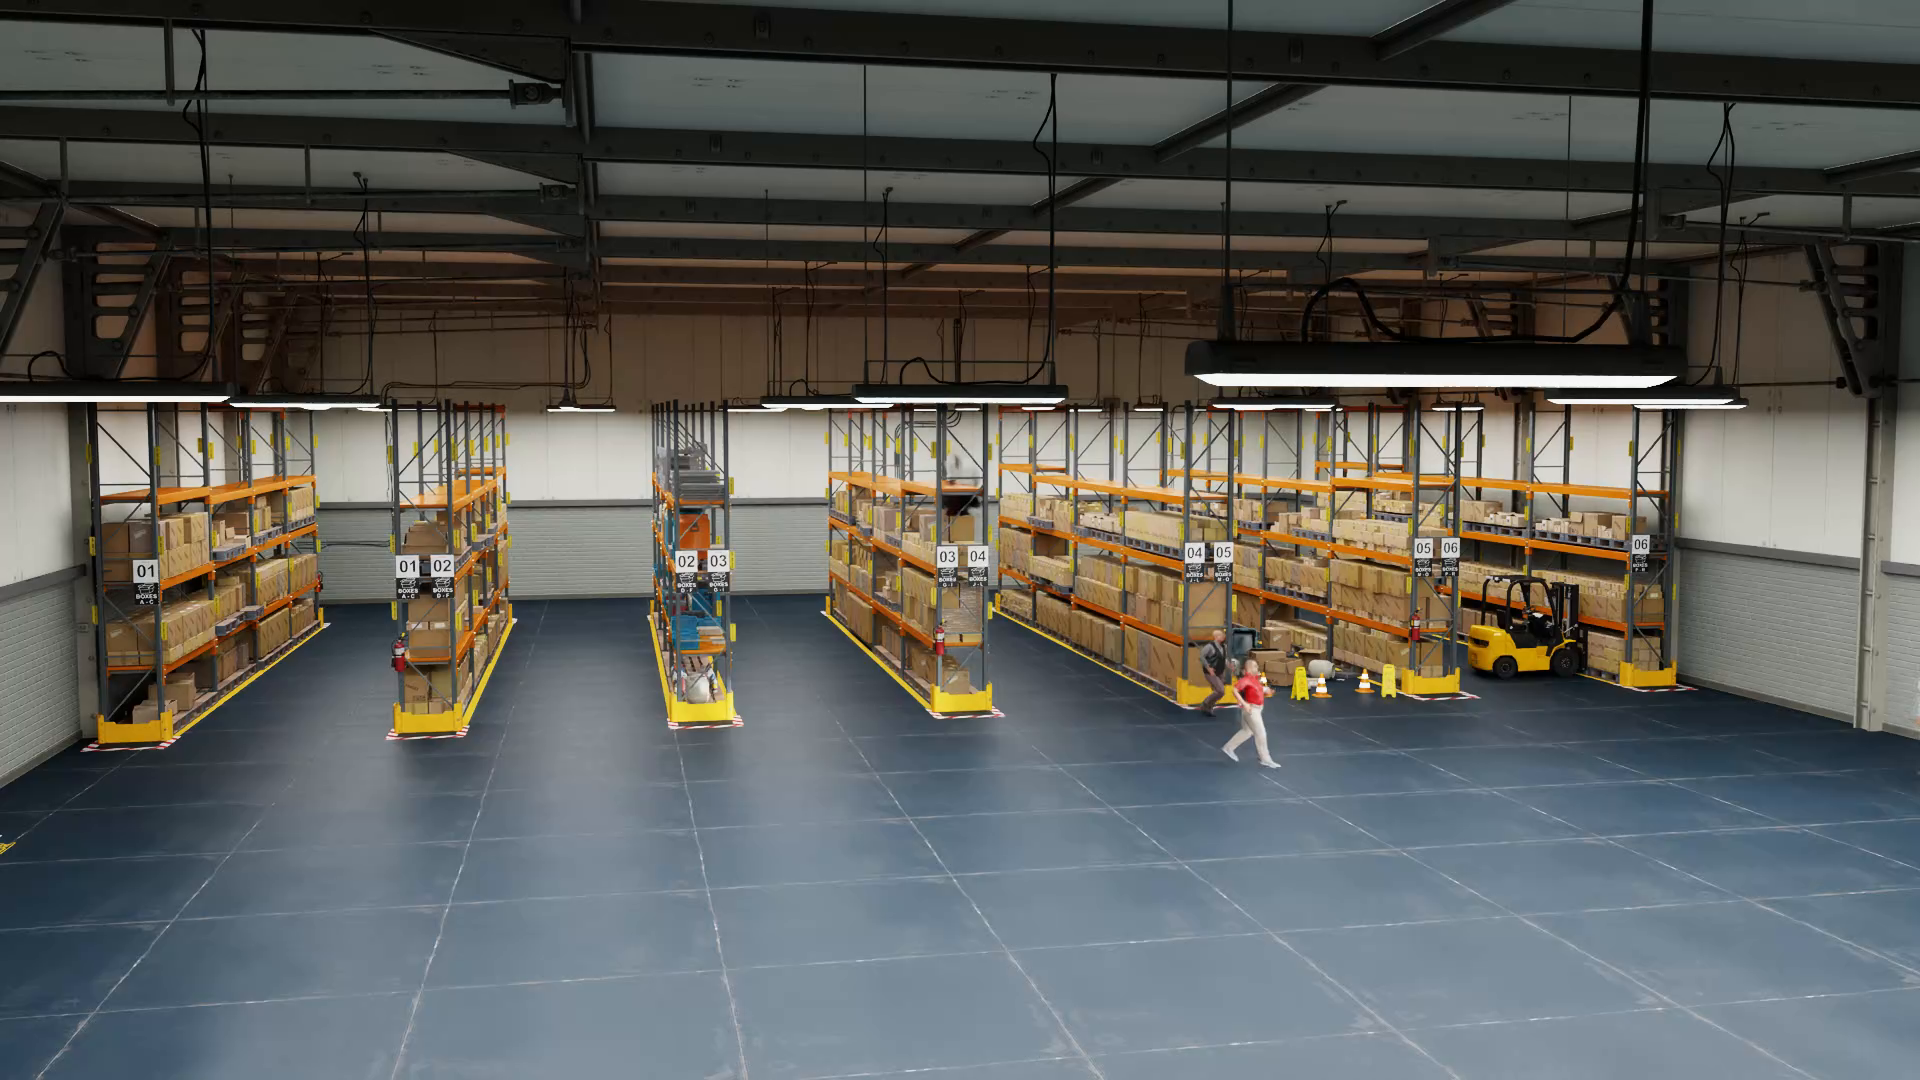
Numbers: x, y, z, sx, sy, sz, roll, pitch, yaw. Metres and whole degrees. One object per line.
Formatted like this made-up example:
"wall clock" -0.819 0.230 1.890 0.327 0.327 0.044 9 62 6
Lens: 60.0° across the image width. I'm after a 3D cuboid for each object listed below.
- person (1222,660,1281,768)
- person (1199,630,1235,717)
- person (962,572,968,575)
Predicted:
"person" 4.734 2.804 27.013 0.976 1.729 0.658 1 5 17
"person" 4.840 2.529 31.461 0.640 1.673 0.655 4 6 42
"person" 0.134 1.393 47.095 0.552 1.552 0.549 -1 5 -18
